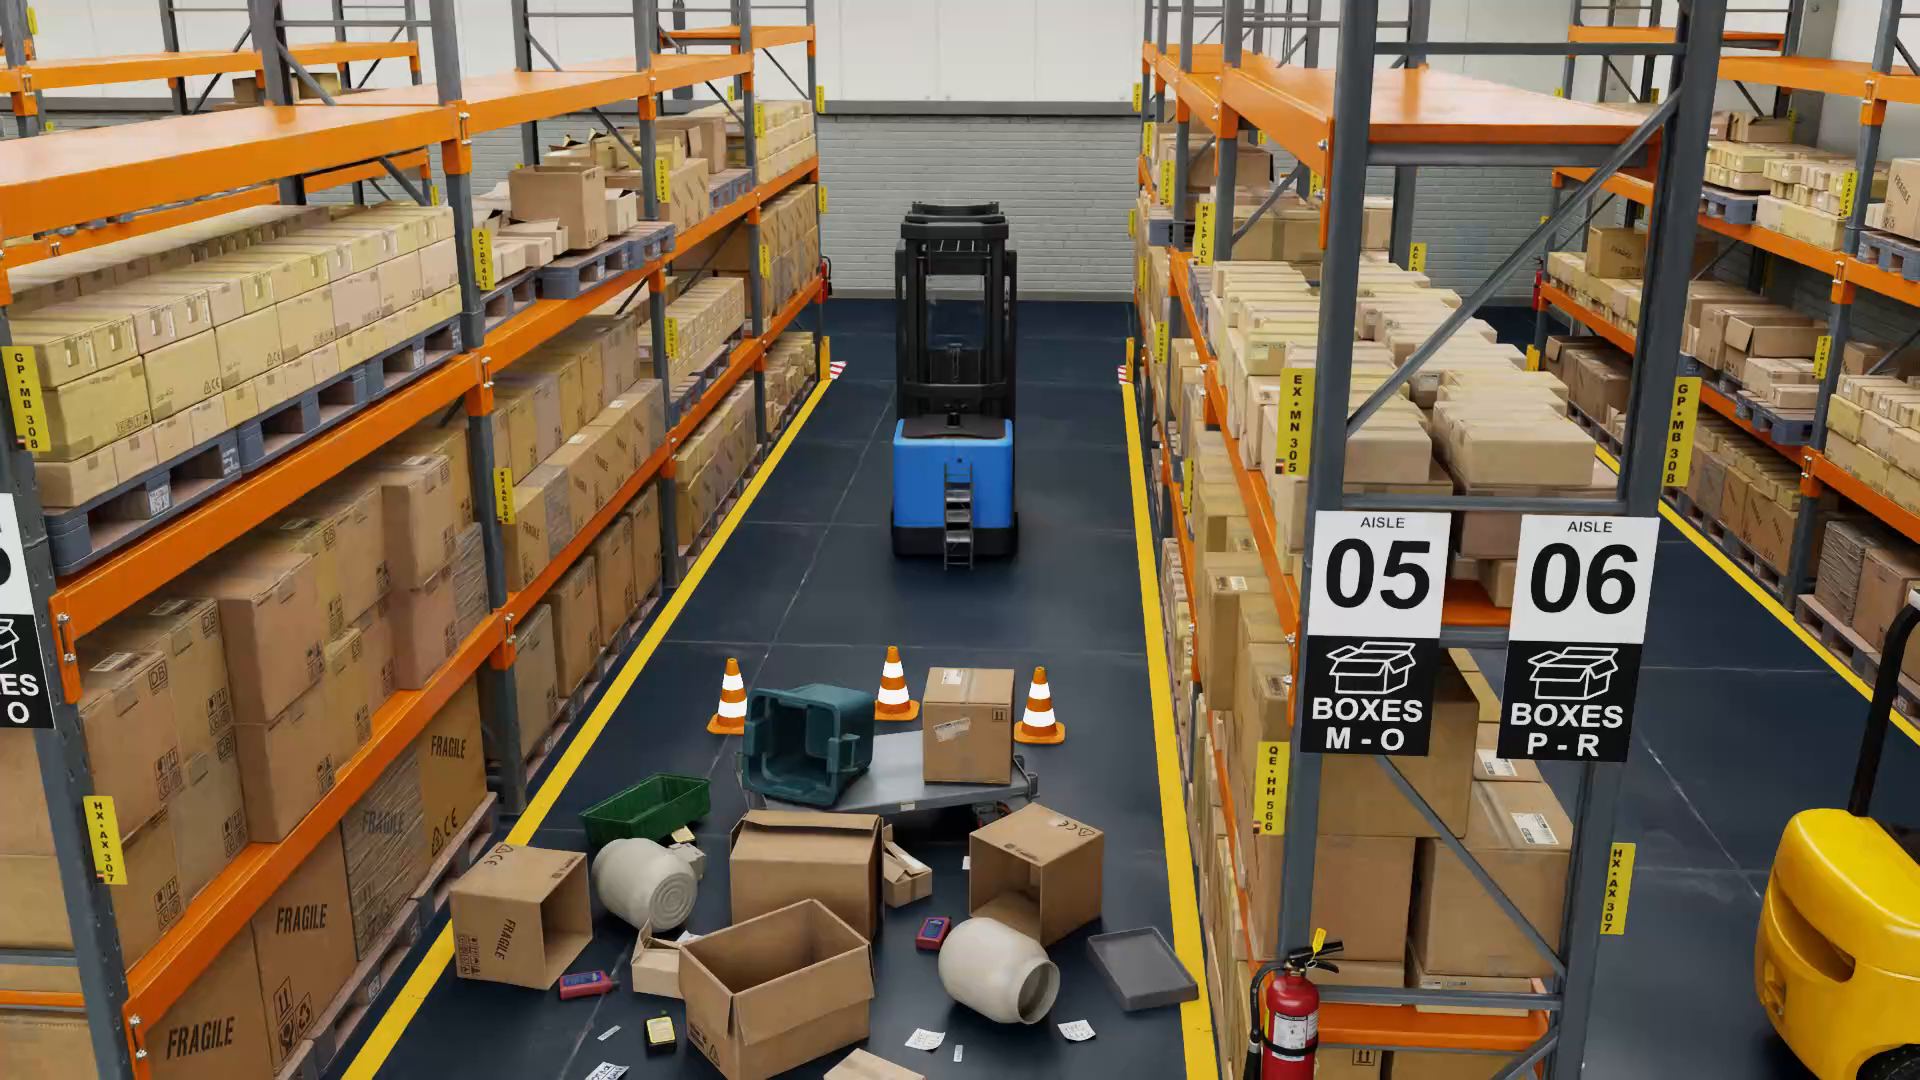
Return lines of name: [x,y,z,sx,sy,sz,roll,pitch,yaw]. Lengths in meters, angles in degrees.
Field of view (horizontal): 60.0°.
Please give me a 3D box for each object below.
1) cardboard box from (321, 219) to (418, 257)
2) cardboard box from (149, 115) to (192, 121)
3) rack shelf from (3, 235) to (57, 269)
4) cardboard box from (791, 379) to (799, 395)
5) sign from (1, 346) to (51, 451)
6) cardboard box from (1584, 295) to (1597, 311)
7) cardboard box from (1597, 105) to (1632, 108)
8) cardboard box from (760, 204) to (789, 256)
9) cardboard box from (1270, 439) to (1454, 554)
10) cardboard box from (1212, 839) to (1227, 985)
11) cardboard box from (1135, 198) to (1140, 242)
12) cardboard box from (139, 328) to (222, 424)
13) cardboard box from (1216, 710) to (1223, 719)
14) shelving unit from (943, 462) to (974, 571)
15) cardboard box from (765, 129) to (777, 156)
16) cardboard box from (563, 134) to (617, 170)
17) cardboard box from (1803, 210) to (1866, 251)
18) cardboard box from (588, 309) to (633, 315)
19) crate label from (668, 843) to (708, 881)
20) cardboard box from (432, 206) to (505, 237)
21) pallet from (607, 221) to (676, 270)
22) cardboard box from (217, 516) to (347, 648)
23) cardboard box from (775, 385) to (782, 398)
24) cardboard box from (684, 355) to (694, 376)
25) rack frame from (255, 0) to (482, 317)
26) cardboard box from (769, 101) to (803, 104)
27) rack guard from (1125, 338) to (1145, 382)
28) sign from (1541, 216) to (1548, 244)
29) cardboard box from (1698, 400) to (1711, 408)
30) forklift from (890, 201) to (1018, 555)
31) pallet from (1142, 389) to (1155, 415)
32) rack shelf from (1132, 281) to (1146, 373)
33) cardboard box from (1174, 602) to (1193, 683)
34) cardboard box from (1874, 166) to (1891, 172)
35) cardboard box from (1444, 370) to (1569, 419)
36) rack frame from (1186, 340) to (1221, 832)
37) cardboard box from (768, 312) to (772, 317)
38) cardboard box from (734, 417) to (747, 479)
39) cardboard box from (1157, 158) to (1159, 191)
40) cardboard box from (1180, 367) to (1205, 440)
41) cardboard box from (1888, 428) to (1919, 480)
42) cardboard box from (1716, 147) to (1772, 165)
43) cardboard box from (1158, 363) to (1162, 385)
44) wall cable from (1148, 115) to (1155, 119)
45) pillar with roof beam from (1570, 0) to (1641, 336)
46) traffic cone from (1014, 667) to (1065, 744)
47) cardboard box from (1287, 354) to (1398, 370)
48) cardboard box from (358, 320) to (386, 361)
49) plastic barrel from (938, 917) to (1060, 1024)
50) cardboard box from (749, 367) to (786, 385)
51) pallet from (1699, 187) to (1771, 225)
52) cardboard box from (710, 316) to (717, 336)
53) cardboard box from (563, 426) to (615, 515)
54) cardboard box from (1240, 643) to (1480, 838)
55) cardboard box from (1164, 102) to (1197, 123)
cardboard box: [-2.856,-1.462,8.039,0.380,0.149,0.250,1,18,4]
cardboard box: [-7.509,-3.926,16.436,0.700,0.500,0.500,2,18,5]
rack shelf: [-7.908,-1.654,11.492,1.077,0.370,4.000,1,18,4]
cardboard box: [-2.103,-1.807,19.523,0.380,0.149,0.250,2,18,5]
sign: [-2.845,-0.429,5.067,0.100,0.325,0.005,1,18,4]
cardboard box: [7.207,-2.649,18.593,0.380,0.149,0.250,2,18,5]
cardboard box: [7.307,-4.789,18.864,0.500,0.250,0.500,1,18,4]
cardboard box: [-2.174,-3.408,18.262,0.500,0.500,0.500,2,18,5]
cardboard box: [1.314,-0.146,5.498,0.500,0.250,0.500,1,18,3]
cardboard box: [1.421,1.691,7.481,0.500,0.500,0.500,1,18,3]
cardboard box: [2.375,-3.835,20.044,0.500,0.500,0.500,1,18,3]
cardboard box: [-3.072,-0.609,6.077,0.500,0.250,0.500,1,18,3]
cardboard box: [1.462,0.525,7.864,0.500,0.500,0.500,1,18,3]
shelving unit: [-0.013,-0.201,14.091,0.258,0.900,0.210,0,18,1]
cardboard box: [-2.224,-4.183,17.491,0.500,0.250,0.500,1,18,4]
cardboard box: [-3.033,-3.177,13.596,0.396,0.266,0.258,1,18,4]
cardboard box: [6.866,-2.380,12.792,0.500,0.250,0.500,1,18,2]
cardboard box: [-3.152,-1.977,14.911,0.380,0.149,0.250,2,18,7]
crate label: [-1.561,1.796,9.221,0.298,0.136,0.250,-13,22,-34]
cardboard box: [-3.205,-1.987,10.660,0.500,0.311,0.500,1,18,2]
pallet: [-2.818,-2.184,12.258,1.213,0.211,1.003,2,18,6]
cardboard box: [-3.302,0.225,7.444,0.875,0.550,0.500,1,18,4]
cardboard box: [-2.217,-1.709,18.749,0.380,0.149,0.250,2,18,6]
cardboard box: [-2.535,-1.515,14.459,0.380,0.149,0.250,2,18,6]
rack frame: [-3.111,-2.658,8.584,1.000,3.000,0.127,1,18,4]
cardboard box: [-2.076,-5.131,19.745,0.380,0.149,0.250,2,18,5]
rack guard: [2.695,-2.275,21.062,1.175,0.500,0.348,1,18,4]
sign: [7.103,-3.769,20.218,0.100,0.325,0.005,1,18,4]
cardboard box: [7.096,-1.377,16.129,0.380,0.149,0.250,0,18,1]
forklift: [-0.030,-1.673,15.321,1.130,2.935,3.031,0,18,1]
pallet: [2.624,-1.502,19.168,1.003,0.211,1.213,1,18,4]
rack shelf: [2.550,-2.492,18.867,1.077,0.370,4.000,1,18,4]
cardboard box: [1.965,0.719,11.458,0.950,0.372,0.625,2,18,6]
cardboard box: [7.408,-2.893,13.241,0.380,0.149,0.250,2,18,6]
cardboard box: [1.949,-0.508,5.961,0.380,0.149,0.250,1,18,4]
rack frame: [1.833,0.272,9.276,1.000,3.000,0.127,1,18,4]
cardboard box: [-2.255,-2.503,18.149,0.380,0.149,0.250,0,18,1]
cardboard box: [-2.377,-0.909,16.219,0.500,0.500,0.500,1,18,3]
cardboard box: [1.926,-3.214,14.640,0.396,0.266,0.258,3,18,8]
cardboard box: [1.795,-0.897,11.531,0.500,0.500,0.500,2,18,5]
cardboard box: [6.703,-0.577,11.305,0.500,0.250,0.500,1,18,3]
cardboard box: [6.938,-3.391,14.729,0.380,0.149,0.250,2,18,5]
cardboard box: [1.934,-1.452,13.976,0.500,0.250,0.500,1,18,2]
wall cable: [3.074,-5.705,25.833,0.585,1.953,0.123,1,18,4]
pillar with roof beam: [4.443,-7.110,22.169,9.100,9.000,0.400,1,18,4]
traffic cone: [0.526,1.061,10.942,0.336,0.463,0.334,1,18,4]
cardboard box: [1.427,-0.595,6.227,0.380,0.149,0.250,1,18,4]
cardboard box: [-2.891,-0.925,7.679,0.380,0.149,0.250,2,18,5]
plastic barrel: [0.184,2.063,7.947,0.512,0.421,0.421,17,25,41]
cardboard box: [-2.163,-1.844,18.683,0.380,0.149,0.250,2,18,5]
pallet: [7.170,-2.916,14.490,1.213,0.211,1.003,1,18,4]
cardboard box: [-2.460,-1.976,15.388,0.380,0.149,0.250,1,18,4]
cardboard box: [-2.695,-0.482,11.416,0.500,0.500,0.500,2,18,5]
cardboard box: [1.365,0.687,5.766,0.700,0.500,0.500,1,18,3]
cardboard box: [2.471,-4.354,17.575,0.797,0.503,0.637,3,18,8]
